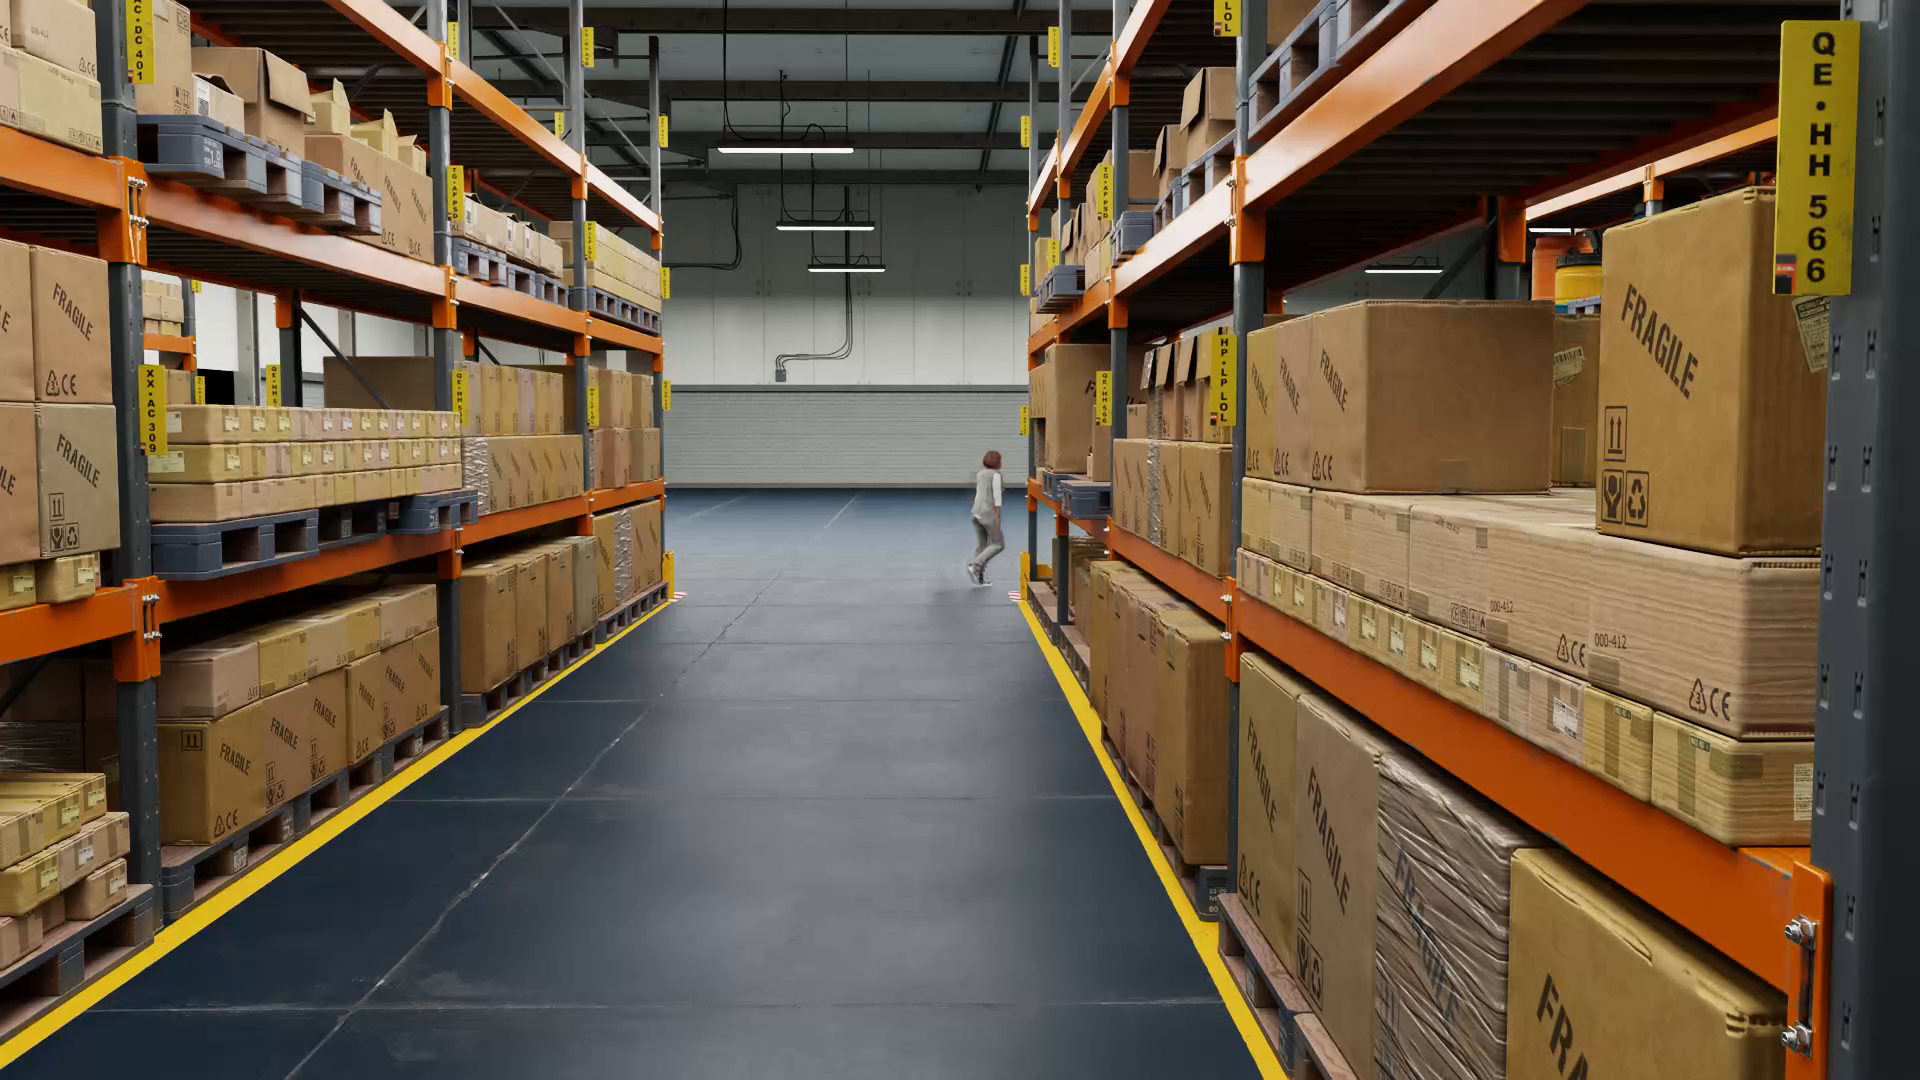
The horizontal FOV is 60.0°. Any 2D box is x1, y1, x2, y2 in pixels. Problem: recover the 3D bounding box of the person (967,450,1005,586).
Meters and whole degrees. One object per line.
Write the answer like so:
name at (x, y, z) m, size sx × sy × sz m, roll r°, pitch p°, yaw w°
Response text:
person at (0.281, -0.235, 19.088) m, size 0.469 × 1.558 × 0.452 m, roll -3°, pitch 5°, yaw -34°
